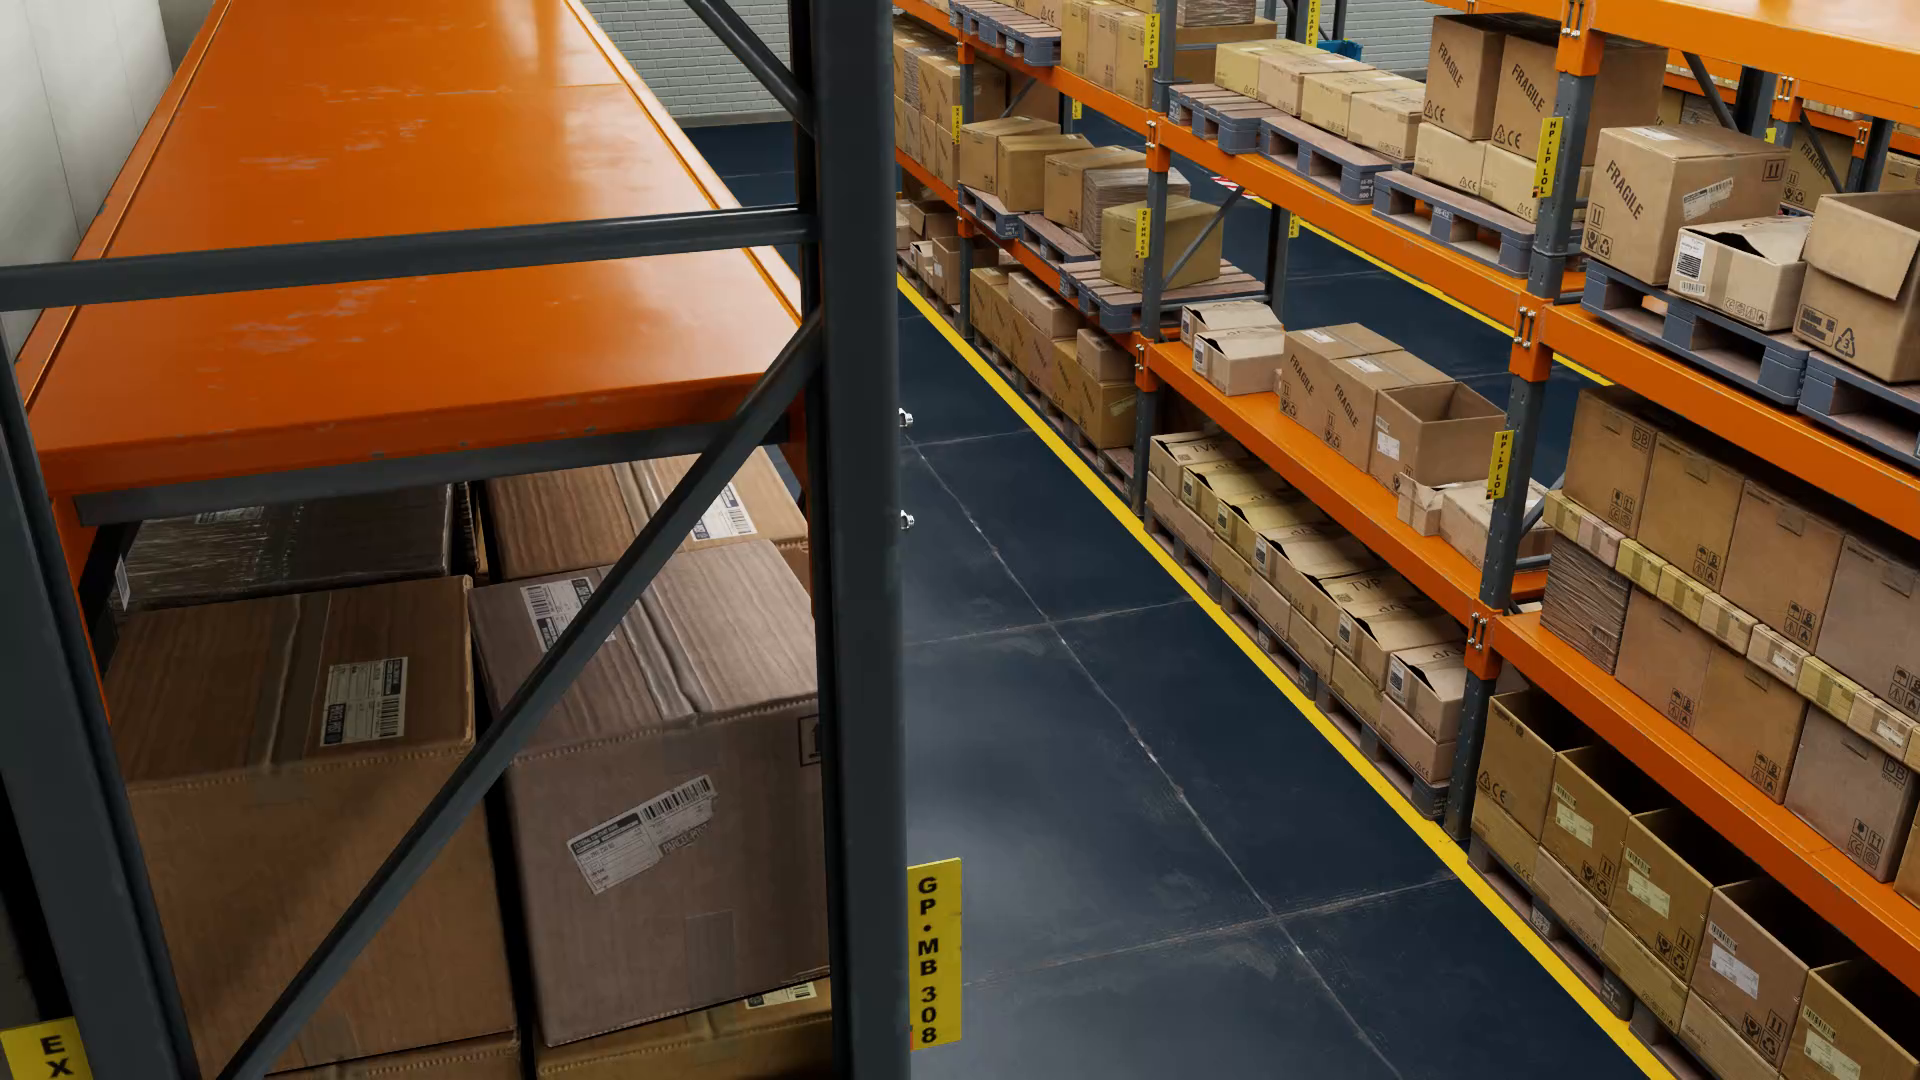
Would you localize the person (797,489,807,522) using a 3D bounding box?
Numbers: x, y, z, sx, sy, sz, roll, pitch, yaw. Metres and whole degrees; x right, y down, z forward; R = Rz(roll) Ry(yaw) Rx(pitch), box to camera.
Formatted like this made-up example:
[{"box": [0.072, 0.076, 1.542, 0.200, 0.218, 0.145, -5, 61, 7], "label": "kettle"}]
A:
[{"box": [-0.804, -0.035, 9.459, 0.426, 1.774, 0.644, -8, 27, -16], "label": "person"}]
